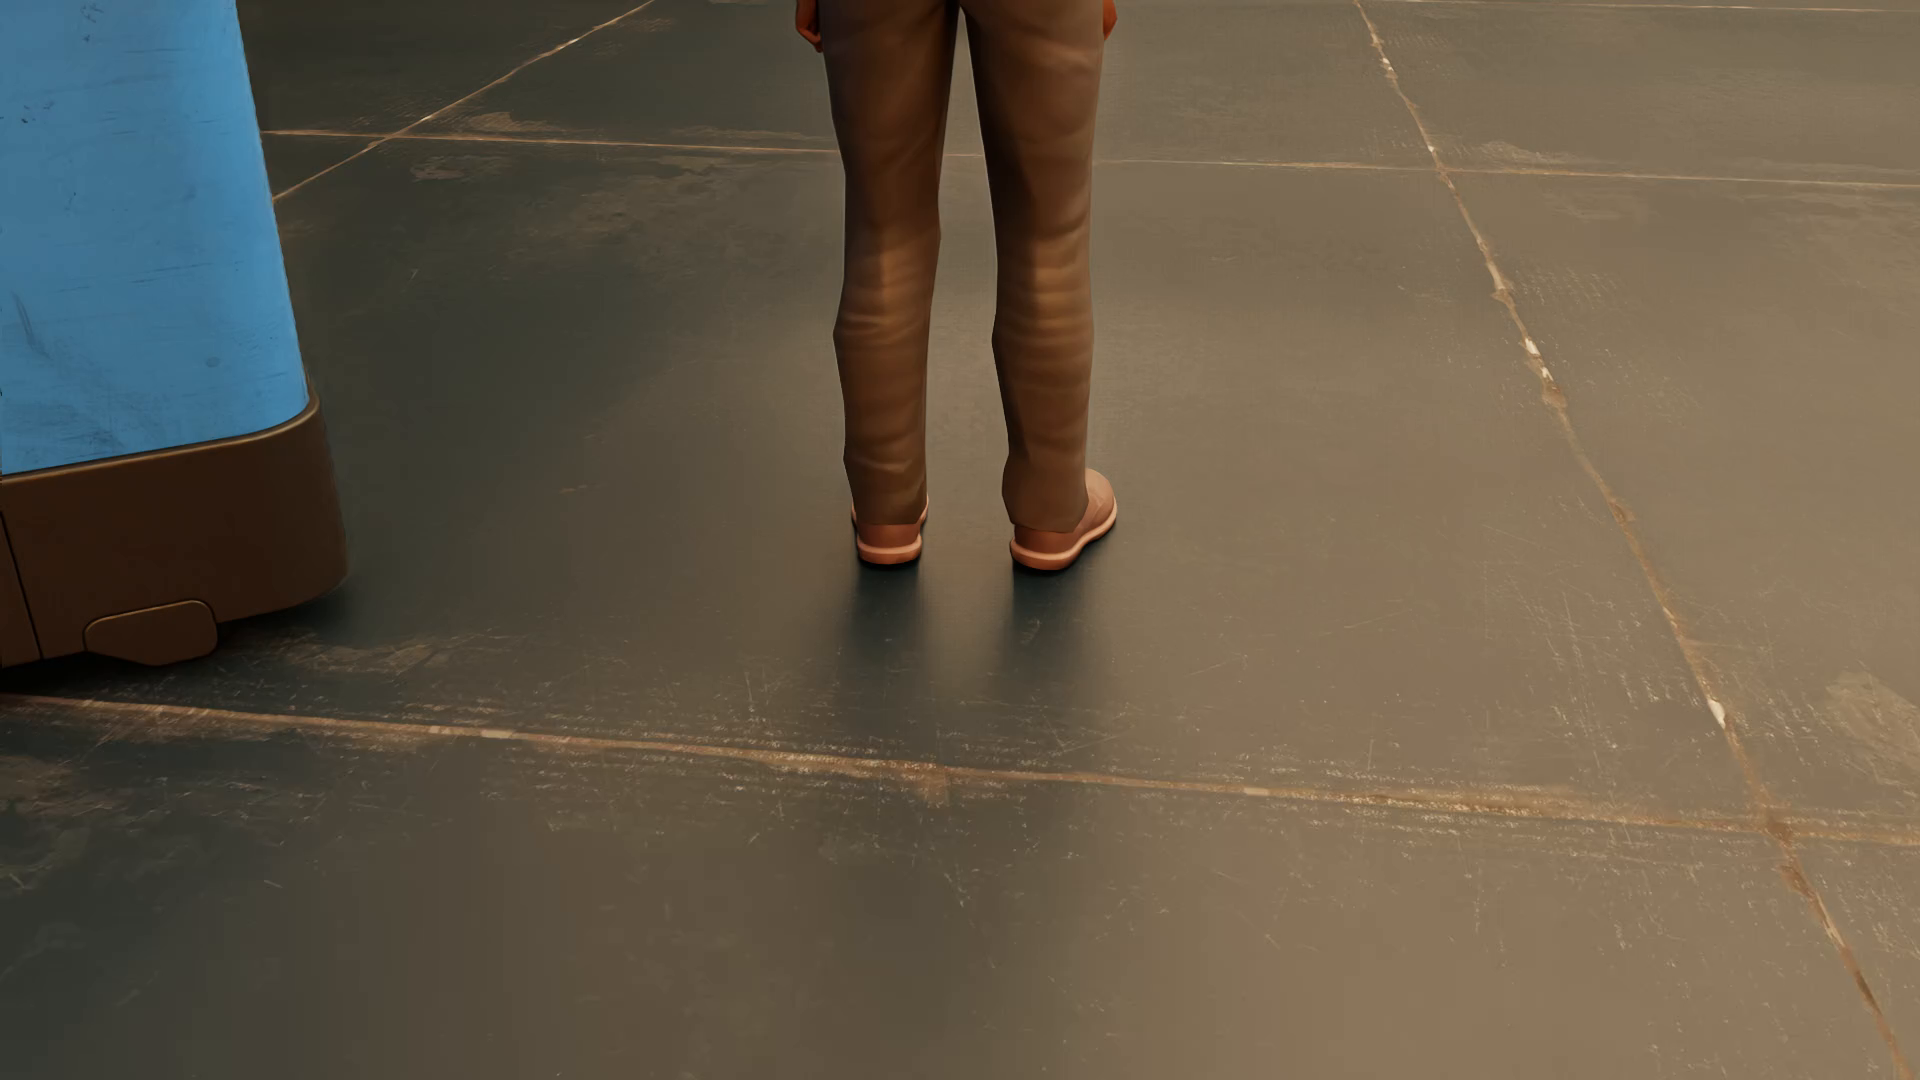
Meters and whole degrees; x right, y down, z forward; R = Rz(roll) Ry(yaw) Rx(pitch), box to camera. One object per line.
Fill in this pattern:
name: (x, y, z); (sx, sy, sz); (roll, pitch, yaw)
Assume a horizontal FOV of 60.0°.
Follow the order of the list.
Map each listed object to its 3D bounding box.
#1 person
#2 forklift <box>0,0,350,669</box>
person: (0.007, -0.746, 2.145); (0.451, 1.660, 0.335); (3, 27, 7)
forklift: (-2.375, -1.073, 1.368); (3.031, 2.935, 1.130); (-13, 29, -24)
